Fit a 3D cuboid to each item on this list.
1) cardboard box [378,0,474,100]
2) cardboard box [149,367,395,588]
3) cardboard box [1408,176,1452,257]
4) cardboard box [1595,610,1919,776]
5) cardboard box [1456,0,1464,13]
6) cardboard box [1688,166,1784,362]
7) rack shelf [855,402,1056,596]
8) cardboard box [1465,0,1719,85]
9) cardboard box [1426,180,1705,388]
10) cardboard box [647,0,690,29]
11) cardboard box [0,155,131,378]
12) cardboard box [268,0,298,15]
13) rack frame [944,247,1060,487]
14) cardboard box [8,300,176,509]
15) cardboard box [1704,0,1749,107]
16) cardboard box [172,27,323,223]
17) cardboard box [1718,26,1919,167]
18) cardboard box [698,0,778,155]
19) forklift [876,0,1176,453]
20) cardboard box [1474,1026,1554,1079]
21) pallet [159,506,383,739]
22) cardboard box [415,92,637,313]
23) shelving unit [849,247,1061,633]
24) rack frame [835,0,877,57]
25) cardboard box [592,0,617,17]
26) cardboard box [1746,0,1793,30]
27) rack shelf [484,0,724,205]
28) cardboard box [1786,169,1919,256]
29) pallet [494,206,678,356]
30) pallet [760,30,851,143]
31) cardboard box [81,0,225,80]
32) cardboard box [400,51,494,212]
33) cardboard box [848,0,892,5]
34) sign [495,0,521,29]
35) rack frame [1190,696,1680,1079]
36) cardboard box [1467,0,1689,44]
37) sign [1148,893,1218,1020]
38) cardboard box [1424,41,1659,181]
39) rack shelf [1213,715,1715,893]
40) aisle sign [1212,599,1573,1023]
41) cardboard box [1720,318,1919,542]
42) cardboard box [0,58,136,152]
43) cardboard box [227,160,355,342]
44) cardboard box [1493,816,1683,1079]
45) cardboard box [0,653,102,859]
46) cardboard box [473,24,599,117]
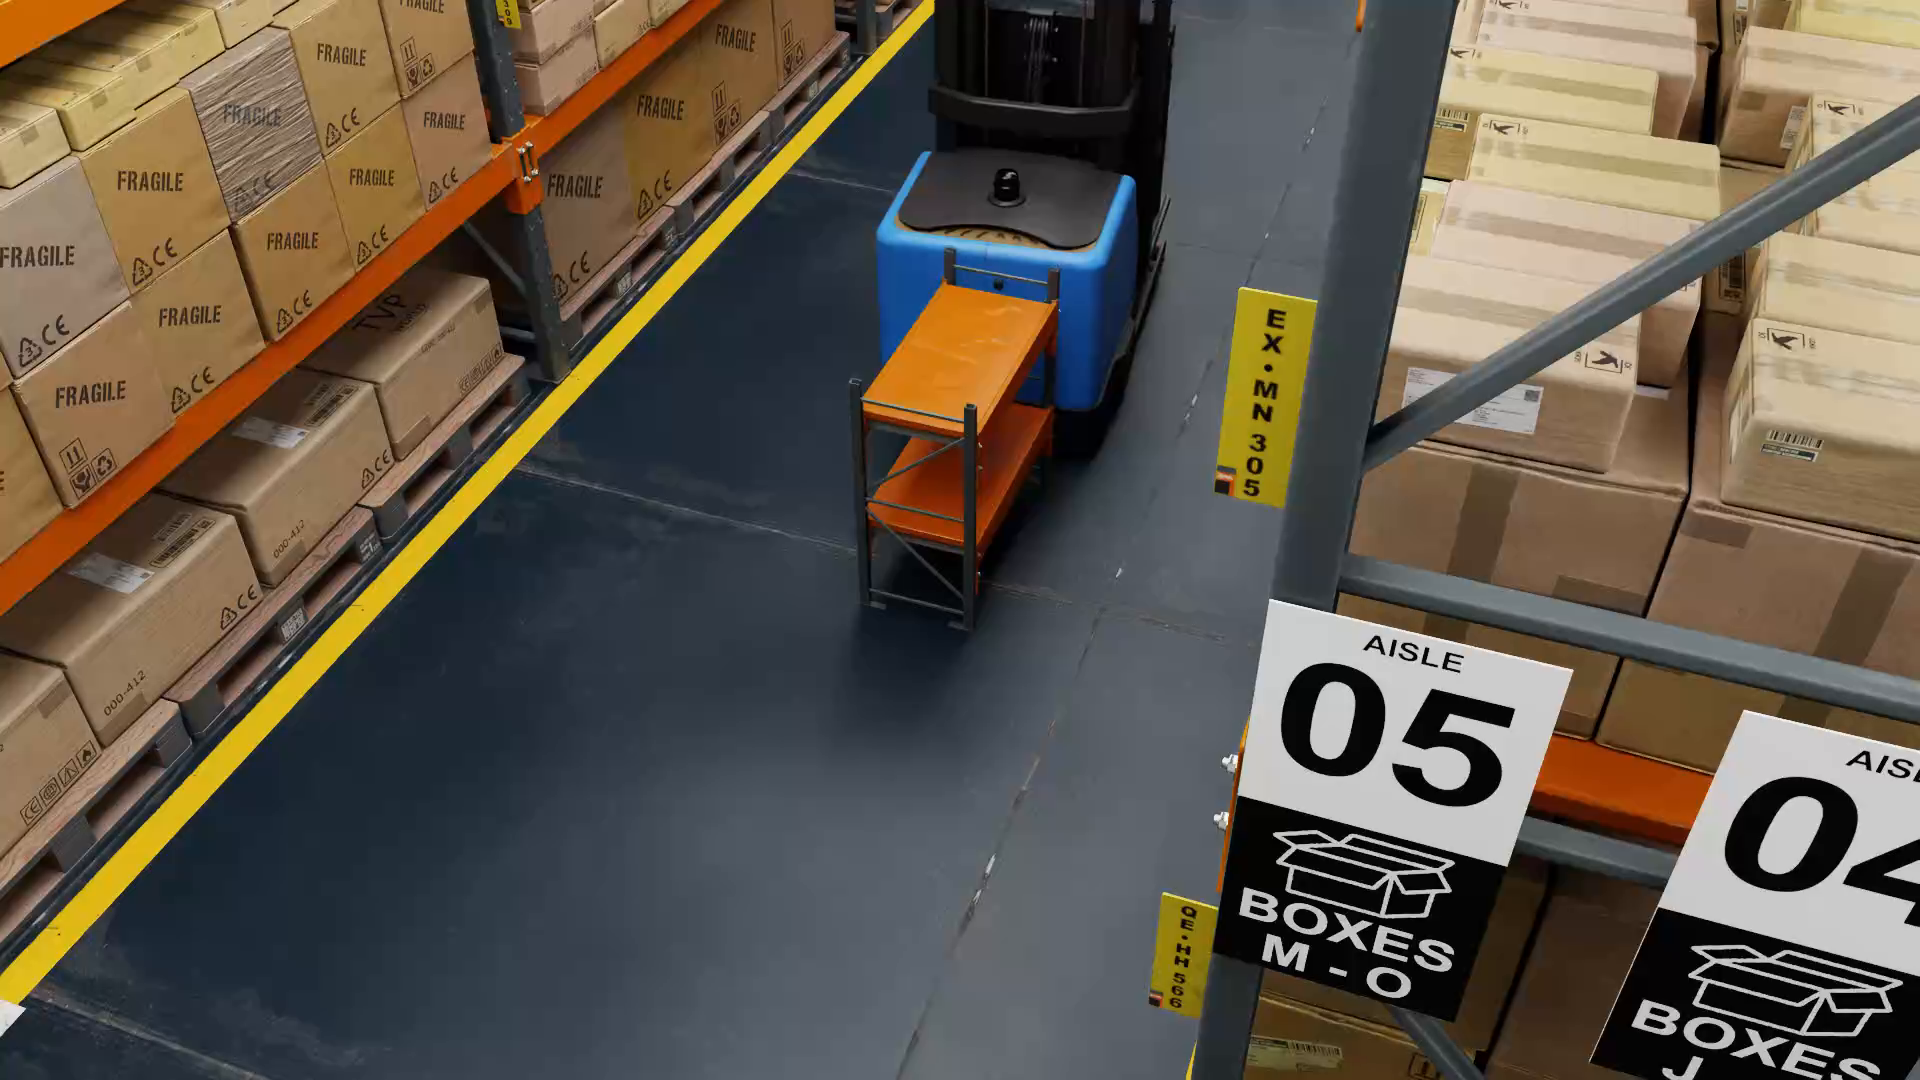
[{"bbox_3d":[-2.312,-2.111,6.566,0.500,0.500,0.500,13,42,15],"label":"cardboard box"},{"bbox_3d":[-3.031,-0.322,6.966,0.875,0.438,0.875,12,42,14],"label":"cardboard box"},{"bbox_3d":[1.000,-0.489,2.931,0.500,0.250,0.500,12,42,14],"label":"cardboard box"},{"bbox_3d":[1.302,0.134,2.587,0.500,0.250,0.500,15,43,17],"label":"cardboard box"},{"bbox_3d":[1.510,-1.244,4.202,0.500,0.250,0.500,15,43,17],"label":"cardboard box"},{"bbox_3d":[1.480,-0.368,2.790,0.500,0.250,0.500,13,42,15],"label":"cardboard box"},{"bbox_3d":[-0.002,-0.238,7.039,0.538,0.278,1.000,13,42,15],"label":"rack shelf"},{"bbox_3d":[1.361,-1.106,3.655,0.500,0.250,0.500,12,42,13],"label":"cardboard box"},{"bbox_3d":[0.902,-0.392,2.511,0.380,0.149,0.250,14,42,16],"label":"cardboard box"},{"bbox_3d":[-1.646,-2.820,8.359,0.500,0.250,0.500,13,42,15],"label":"cardboard box"},{"bbox_3d":[-3.007,-0.883,5.126,0.500,0.500,0.500,13,42,15],"label":"cardboard box"},{"bbox_3d":[-2.573,-2.004,5.940,0.380,0.149,0.250,13,42,15],"label":"cardboard box"},{"bbox_3d":[0.172,-0.734,7.243,0.500,1.125,0.032,13,42,15],"label":"rack frame"},{"bbox_3d":[-3.006,-0.490,5.436,0.500,0.500,0.500,13,42,15],"label":"cardboard box"},{"bbox_3d":[1.836,-0.982,3.510,0.500,0.250,0.500,12,42,13],"label":"cardboard box"},{"bbox_3d":[-2.658,-1.491,5.839,0.500,0.500,0.500,14,42,16],"label":"cardboard box"},{"bbox_3d":[1.571,-0.768,2.951,0.380,0.149,0.250,14,43,16],"label":"cardboard box"},{"bbox_3d":[-1.666,-2.887,9.636,0.875,0.875,0.875,14,42,16],"label":"cardboard box"},{"bbox_3d":[0.481,-2.478,7.896,1.130,2.935,3.031,9,41,11],"label":"forklift"},{"bbox_3d":[1.321,1.071,3.377,0.500,0.500,0.500,15,43,17],"label":"cardboard box"},{"bbox_3d":[-3.159,0.212,6.839,1.003,0.211,1.213,13,42,15],"label":"pallet"},{"bbox_3d":[-2.273,-1.789,8.350,0.875,0.875,0.875,15,43,16],"label":"cardboard box"},{"bbox_3d":[-0.002,-0.424,6.880,0.538,1.125,1.048,13,42,15],"label":"shelving unit"},{"bbox_3d":[-1.042,-4.482,10.192,1.000,3.000,0.127,13,42,15],"label":"rack frame"},{"bbox_3d":[-1.843,-2.705,7.840,0.500,0.250,0.500,14,42,16],"label":"cardboard box"},{"bbox_3d":[1.792,-1.079,3.316,0.380,0.149,0.250,15,43,17],"label":"cardboard box"},{"bbox_3d":[-1.726,-2.988,8.995,1.077,0.370,4.000,13,42,15],"label":"rack shelf"},{"bbox_3d":[1.498,-0.439,2.566,0.380,0.149,0.250,13,42,15],"label":"cardboard box"},{"bbox_3d":[-2.217,-1.468,8.808,1.003,0.211,1.213,13,42,15],"label":"pallet"},{"bbox_3d":[-1.383,-2.957,10.553,1.003,0.211,1.213,13,42,15],"label":"pallet"},{"bbox_3d":[-2.713,-1.683,5.564,0.380,0.149,0.250,12,42,14],"label":"cardboard box"},{"bbox_3d":[-2.329,-1.740,6.902,0.500,0.500,0.500,14,42,15],"label":"cardboard box"},{"bbox_3d":[-0.840,-3.984,11.310,0.950,0.372,0.625,11,42,12],"label":"cardboard box"},{"bbox_3d":[-1.888,-2.279,6.882,0.100,0.325,0.005,13,42,15],"label":"sign"},{"bbox_3d":[0.908,1.435,3.257,1.000,3.000,0.127,13,42,15],"label":"rack frame"},{"bbox_3d":[1.213,-1.033,3.262,0.380,0.149,0.250,14,42,16],"label":"cardboard box"},{"bbox_3d":[0.393,0.739,2.937,0.100,0.325,0.005,13,42,15],"label":"sign"},{"bbox_3d":[0.998,-0.730,2.906,0.380,0.149,0.250,14,42,16],"label":"cardboard box"},{"bbox_3d":[1.592,-0.652,3.947,1.077,0.370,4.000,13,42,15],"label":"rack shelf"},{"bbox_3d":[0.601,0.424,2.439,0.394,0.787,0.004,13,42,15],"label":"aisle sign"},{"bbox_3d":[1.233,-0.138,2.213,0.380,0.149,0.250,13,42,15],"label":"cardboard box"},{"bbox_3d":[-2.827,-1.359,5.185,0.380,0.149,0.250,12,42,14],"label":"cardboard box"},{"bbox_3d":[-2.658,-1.115,6.169,0.500,0.500,0.500,13,42,14],"label":"cardboard box"},{"bbox_3d":[1.311,0.688,3.056,0.500,0.500,0.500,13,42,15],"label":"cardboard box"},{"bbox_3d":[-3.646,0.788,5.666,0.875,0.438,0.875,12,42,14],"label":"cardboard box"},{"bbox_3d":[-2.012,-2.195,7.627,0.500,0.250,0.500,12,42,14],"label":"cardboard box"}]
